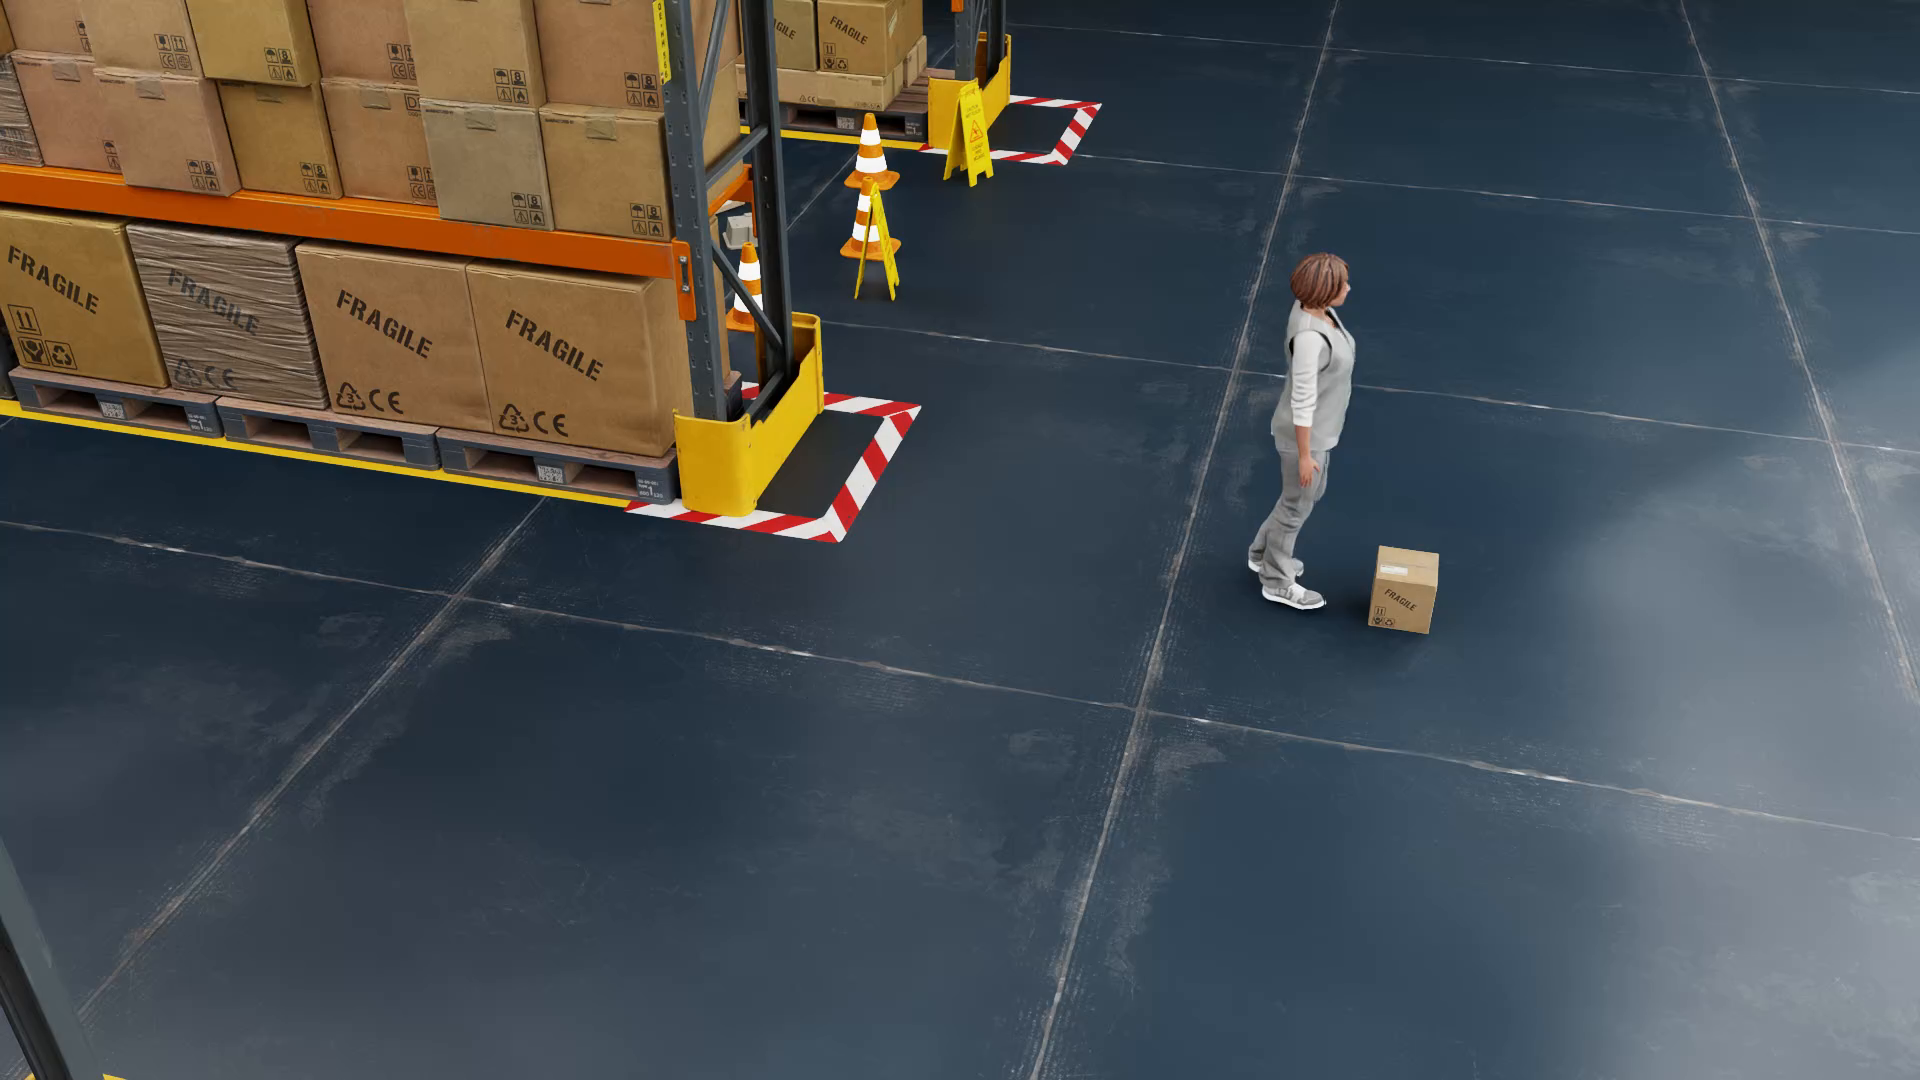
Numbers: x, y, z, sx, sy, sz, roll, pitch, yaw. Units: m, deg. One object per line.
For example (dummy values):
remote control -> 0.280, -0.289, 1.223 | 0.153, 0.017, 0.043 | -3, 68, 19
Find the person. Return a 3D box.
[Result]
person -> 1.407, -0.433, 6.786 | 0.352, 1.603, 0.452 | 9, 34, 13
